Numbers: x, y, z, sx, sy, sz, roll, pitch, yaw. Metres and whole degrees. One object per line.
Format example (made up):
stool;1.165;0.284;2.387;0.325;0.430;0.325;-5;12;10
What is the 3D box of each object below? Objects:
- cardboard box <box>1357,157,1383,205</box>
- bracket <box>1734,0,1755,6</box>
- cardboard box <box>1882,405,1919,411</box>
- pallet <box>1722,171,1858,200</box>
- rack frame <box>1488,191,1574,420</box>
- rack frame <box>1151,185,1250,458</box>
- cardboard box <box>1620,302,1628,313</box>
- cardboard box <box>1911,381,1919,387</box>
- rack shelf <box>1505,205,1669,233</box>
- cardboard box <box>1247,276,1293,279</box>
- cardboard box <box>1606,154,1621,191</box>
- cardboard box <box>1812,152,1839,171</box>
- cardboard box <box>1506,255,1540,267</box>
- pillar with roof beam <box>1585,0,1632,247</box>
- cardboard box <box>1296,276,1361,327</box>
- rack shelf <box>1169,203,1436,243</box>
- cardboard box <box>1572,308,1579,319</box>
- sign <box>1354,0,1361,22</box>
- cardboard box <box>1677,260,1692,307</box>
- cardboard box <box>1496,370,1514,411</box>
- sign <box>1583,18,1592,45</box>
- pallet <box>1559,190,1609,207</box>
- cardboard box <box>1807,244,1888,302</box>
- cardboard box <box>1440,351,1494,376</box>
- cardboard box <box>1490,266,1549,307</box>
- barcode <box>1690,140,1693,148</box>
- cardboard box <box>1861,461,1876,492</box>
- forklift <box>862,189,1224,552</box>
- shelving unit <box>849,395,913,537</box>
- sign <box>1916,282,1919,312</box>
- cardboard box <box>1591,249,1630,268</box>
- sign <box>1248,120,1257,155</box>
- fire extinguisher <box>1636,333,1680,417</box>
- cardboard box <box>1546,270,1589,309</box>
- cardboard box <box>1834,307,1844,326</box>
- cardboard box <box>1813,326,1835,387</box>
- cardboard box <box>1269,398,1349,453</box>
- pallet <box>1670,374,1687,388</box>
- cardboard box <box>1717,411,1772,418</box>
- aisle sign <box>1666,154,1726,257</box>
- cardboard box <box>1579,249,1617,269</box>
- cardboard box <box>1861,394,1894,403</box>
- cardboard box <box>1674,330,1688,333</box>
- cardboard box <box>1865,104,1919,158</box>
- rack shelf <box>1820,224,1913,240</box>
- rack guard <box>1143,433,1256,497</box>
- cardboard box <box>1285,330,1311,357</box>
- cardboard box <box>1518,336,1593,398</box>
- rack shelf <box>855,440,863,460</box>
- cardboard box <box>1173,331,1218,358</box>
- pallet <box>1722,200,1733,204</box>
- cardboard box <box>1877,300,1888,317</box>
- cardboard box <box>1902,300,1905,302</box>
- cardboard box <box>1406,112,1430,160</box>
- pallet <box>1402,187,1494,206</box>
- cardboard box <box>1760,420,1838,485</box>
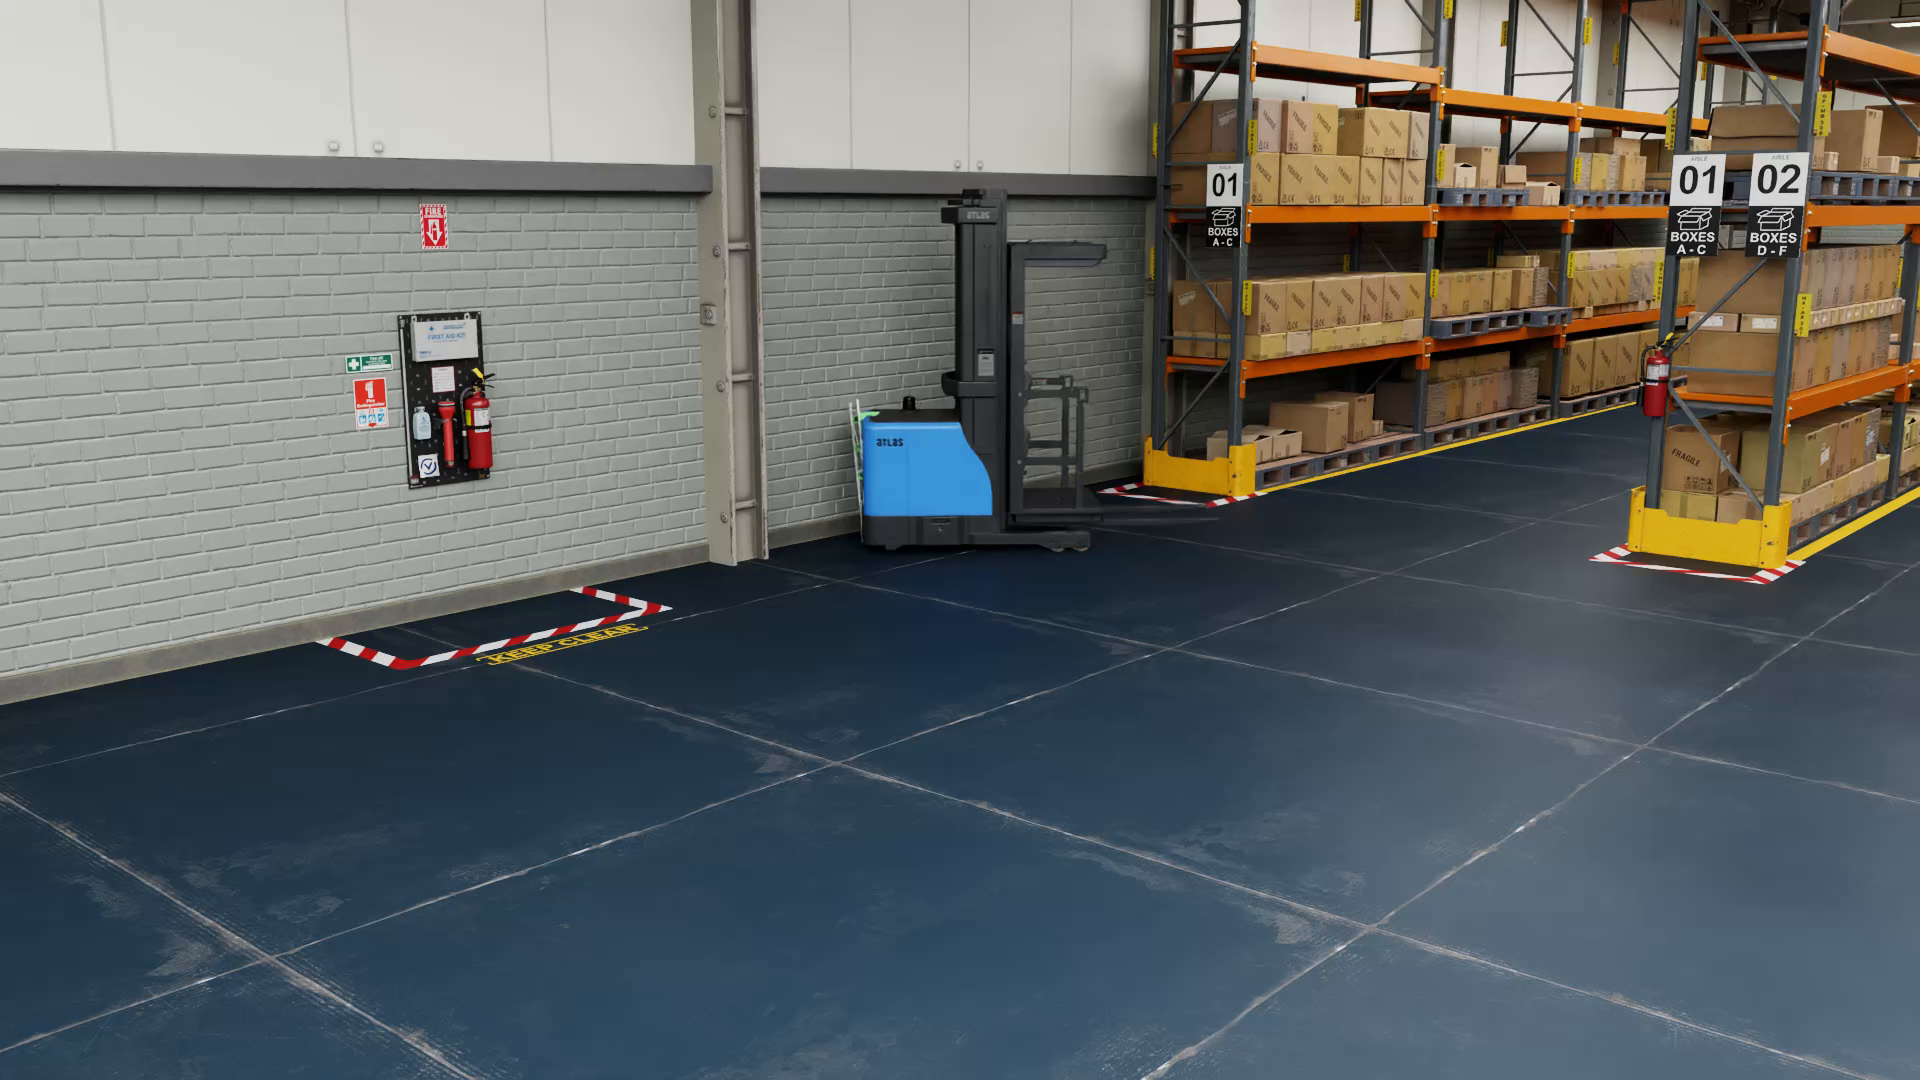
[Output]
cardboard box;4.170;-3.834;17.784;0.500;0.500;0.500;9;14;38
bracket;12.333;-9.063;27.421;0.076;0.066;4.783;10;15;40
cardboard box;9.857;-1.240;17.279;0.500;0.311;0.500;9;14;38
pallet;6.568;-2.870;13.487;1.003;0.211;1.213;10;15;40
rack frame;7.639;-3.158;22.365;1.000;3.000;0.127;10;15;40
rack frame;2.358;-1.981;16.472;1.000;3.000;0.127;10;15;40
cardboard box;9.397;-3.366;23.995;0.380;0.149;0.250;9;15;39
cardboard box;11.803;-1.676;20.204;0.500;0.500;0.500;11;15;43
rack shelf;8.959;-4.571;23.615;1.077;0.370;4.000;10;15;40
cardboard box;3.187;-2.531;17.644;0.500;0.500;0.500;9;15;39
cardboard box;8.918;-5.212;23.609;0.700;0.500;0.500;10;15;40
cardboard box;6.990;-3.114;13.697;0.380;0.149;0.250;10;15;40
cardboard box;7.434;-3.686;21.975;0.380;0.149;0.250;7;14;33
pillar with roof beam;13.325;-6.347;23.013;9.100;9.000;0.400;10;15;40
cardboard box;3.910;-2.541;17.691;0.500;0.500;0.500;10;15;42
rack shelf;3.678;-3.394;17.722;1.077;0.370;4.000;10;15;40
cardboard box;8.203;-3.099;22.660;0.380;0.149;0.250;10;15;41
sign;4.578;-6.118;19.079;0.100;0.325;0.005;10;15;40
cardboard box;10.649;-3.972;25.671;0.980;0.700;0.700;10;15;41
cardboard box;6.775;-1.975;21.699;0.700;0.500;0.500;10;15;40
sign;8.053;-6.528;21.334;0.100;0.325;0.005;10;15;40
pallet;8.024;-4.638;22.599;1.213;0.211;1.003;11;16;43
cardboard box;8.101;-2.474;15.374;0.700;0.500;0.500;10;15;40
cardboard box;6.443;-2.251;21.168;0.500;0.250;0.500;10;15;40
cardboard box;7.336;-3.353;21.960;0.700;0.500;0.500;8;14;34
barcode;5.918;-3.204;13.452;0.001;0.075;0.075;10;15;40
cardboard box;8.242;-0.619;15.598;0.500;0.250;0.500;10;15;40
forklift;0.687;-1.442;13.947;3.031;2.935;1.130;-1;11;-3
shelving unit;-0.611;-0.604;14.140;0.503;1.200;0.258;-5;-2;-20
sign;9.140;-2.322;15.764;0.100;0.325;0.005;10;15;40
cardboard box;9.146;-3.993;23.566;0.500;0.250;0.500;9;15;39
sign;2.766;-3.811;15.742;0.100;0.325;0.005;10;15;40
fire extinguisher;5.654;-1.346;13.490;0.296;0.674;0.183;10;15;40
cardboard box;8.152;-3.401;22.516;0.500;0.500;0.500;10;15;42
cardboard box;7.351;-1.928;14.295;0.380;0.149;0.250;10;15;40
cardboard box;7.074;-1.608;14.346;0.700;0.500;0.500;10;15;41
cardboard box;3.780;-1.247;18.053;0.700;0.500;0.500;9;14;37
pallet;10.840;-2.481;26.094;1.003;0.211;1.213;10;15;40
cardboard box;7.192;-0.906;15.124;0.500;0.500;0.500;10;15;40
aisle sign;5.817;-2.644;13.155;0.394;0.787;0.004;10;15;40
cardboard box;8.813;-3.917;23.186;0.500;0.250;0.500;10;15;41
cardboard box;10.117;-1.459;18.372;0.500;0.311;0.500;9;15;39
cardboard box;11.557;-3.245;26.455;0.380;0.149;0.250;9;15;39
cardboard box;9.159;-3.987;16.250;0.500;0.500;0.500;10;15;41
rack shelf;10.042;-3.342;17.465;1.077;0.370;4.000;10;15;40
rack guard;2.408;-0.767;16.773;1.175;0.500;0.348;10;15;40
cardboard box;3.251;-2.026;17.031;0.500;0.250;0.500;9;15;39
cardboard box;8.223;-2.401;22.991;0.750;0.750;0.750;10;15;40
rack shelf;-0.629;-0.779;14.146;0.480;0.148;0.258;-5;-2;-20
cardboard box;2.521;-2.011;16.955;0.500;0.250;0.500;10;15;41
pallet;11.633;-5.472;26.517;1.003;0.211;1.213;10;15;40
cardboard box;8.368;-2.154;15.427;0.380;0.149;0.250;9;15;39
cardboard box;10.267;-2.318;17.905;0.500;0.500;0.500;9;14;37
cardboard box;4.871;-4.481;18.471;0.500;0.500;0.500;8;14;36
pallet;5.486;-4.026;19.529;1.213;0.211;1.003;10;15;40
cardboard box;7.251;-0.766;14.420;0.500;0.500;0.500;10;15;40
